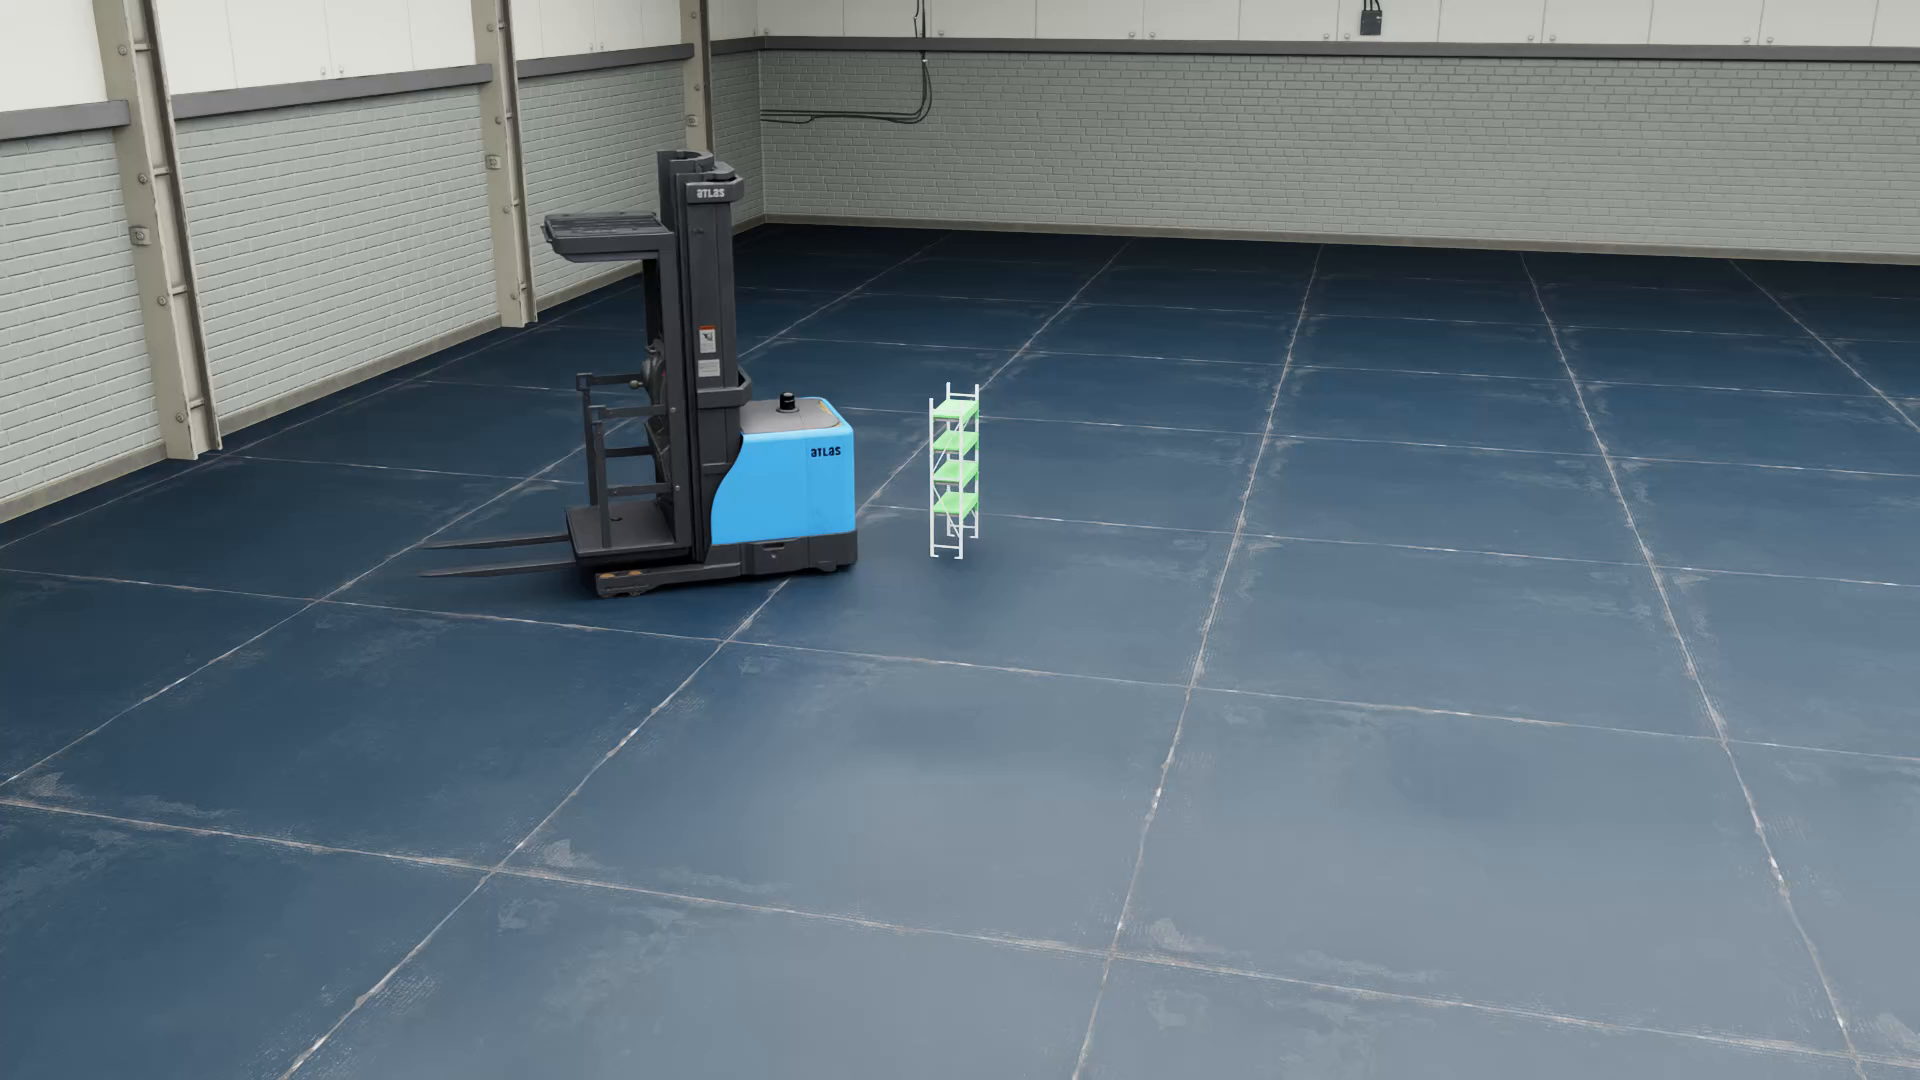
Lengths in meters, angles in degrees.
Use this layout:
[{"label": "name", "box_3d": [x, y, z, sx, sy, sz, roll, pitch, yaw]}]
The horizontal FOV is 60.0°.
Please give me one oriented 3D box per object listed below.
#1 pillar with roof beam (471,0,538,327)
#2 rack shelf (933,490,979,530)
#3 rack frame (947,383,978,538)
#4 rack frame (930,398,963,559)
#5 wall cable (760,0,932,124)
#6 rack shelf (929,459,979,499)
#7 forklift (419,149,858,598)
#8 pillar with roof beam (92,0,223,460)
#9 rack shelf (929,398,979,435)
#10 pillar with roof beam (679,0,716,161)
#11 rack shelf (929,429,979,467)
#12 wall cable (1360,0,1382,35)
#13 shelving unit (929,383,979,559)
[{"label": "pillar with roof beam", "box_3d": [-1.262, -6.584, 18.041, 9.100, 9.000, 0.400, 5, 19, 13]}, {"label": "rack shelf", "box_3d": [-0.040, -0.228, 12.440, 0.258, 0.148, 0.480, 5, 19, 13]}, {"label": "rack frame", "box_3d": [0.019, -0.592, 12.566, 0.240, 1.200, 0.015, 5, 19, 13]}, {"label": "rack frame", "box_3d": [-0.100, -0.439, 12.118, 0.240, 1.200, 0.015, 5, 19, 13]}, {"label": "wall cable", "box_3d": [-1.969, -8.154, 27.442, 3.097, 2.526, 0.112, 5, 19, 13]}, {"label": "rack shelf", "box_3d": [-0.040, -0.455, 12.362, 0.258, 0.148, 0.480, 5, 19, 13]}, {"label": "forklift", "box_3d": [-2.315, -1.175, 11.595, 3.031, 2.935, 1.130, -6, 20, -16]}, {"label": "pillar with roof beam", "box_3d": [-2.728, -4.703, 12.535, 9.100, 9.000, 0.400, 5, 19, 13]}, {"label": "rack shelf", "box_3d": [-0.040, -0.910, 12.207, 0.258, 0.148, 0.480, 5, 19, 13]}, {"label": "pillar with roof beam", "box_3d": [0.204, -8.464, 23.547, 9.100, 9.000, 0.400, 5, 19, 13]}, {"label": "rack shelf", "box_3d": [-0.040, -0.683, 12.285, 0.258, 0.148, 0.480, 5, 19, 13]}, {"label": "wall cable", "box_3d": [7.233, -10.478, 24.181, 2.305, 6.003, 0.169, 5, 19, 13]}, {"label": "shelving unit", "box_3d": [-0.040, -0.516, 12.342, 0.258, 1.200, 0.503, 5, 19, 13]}]
